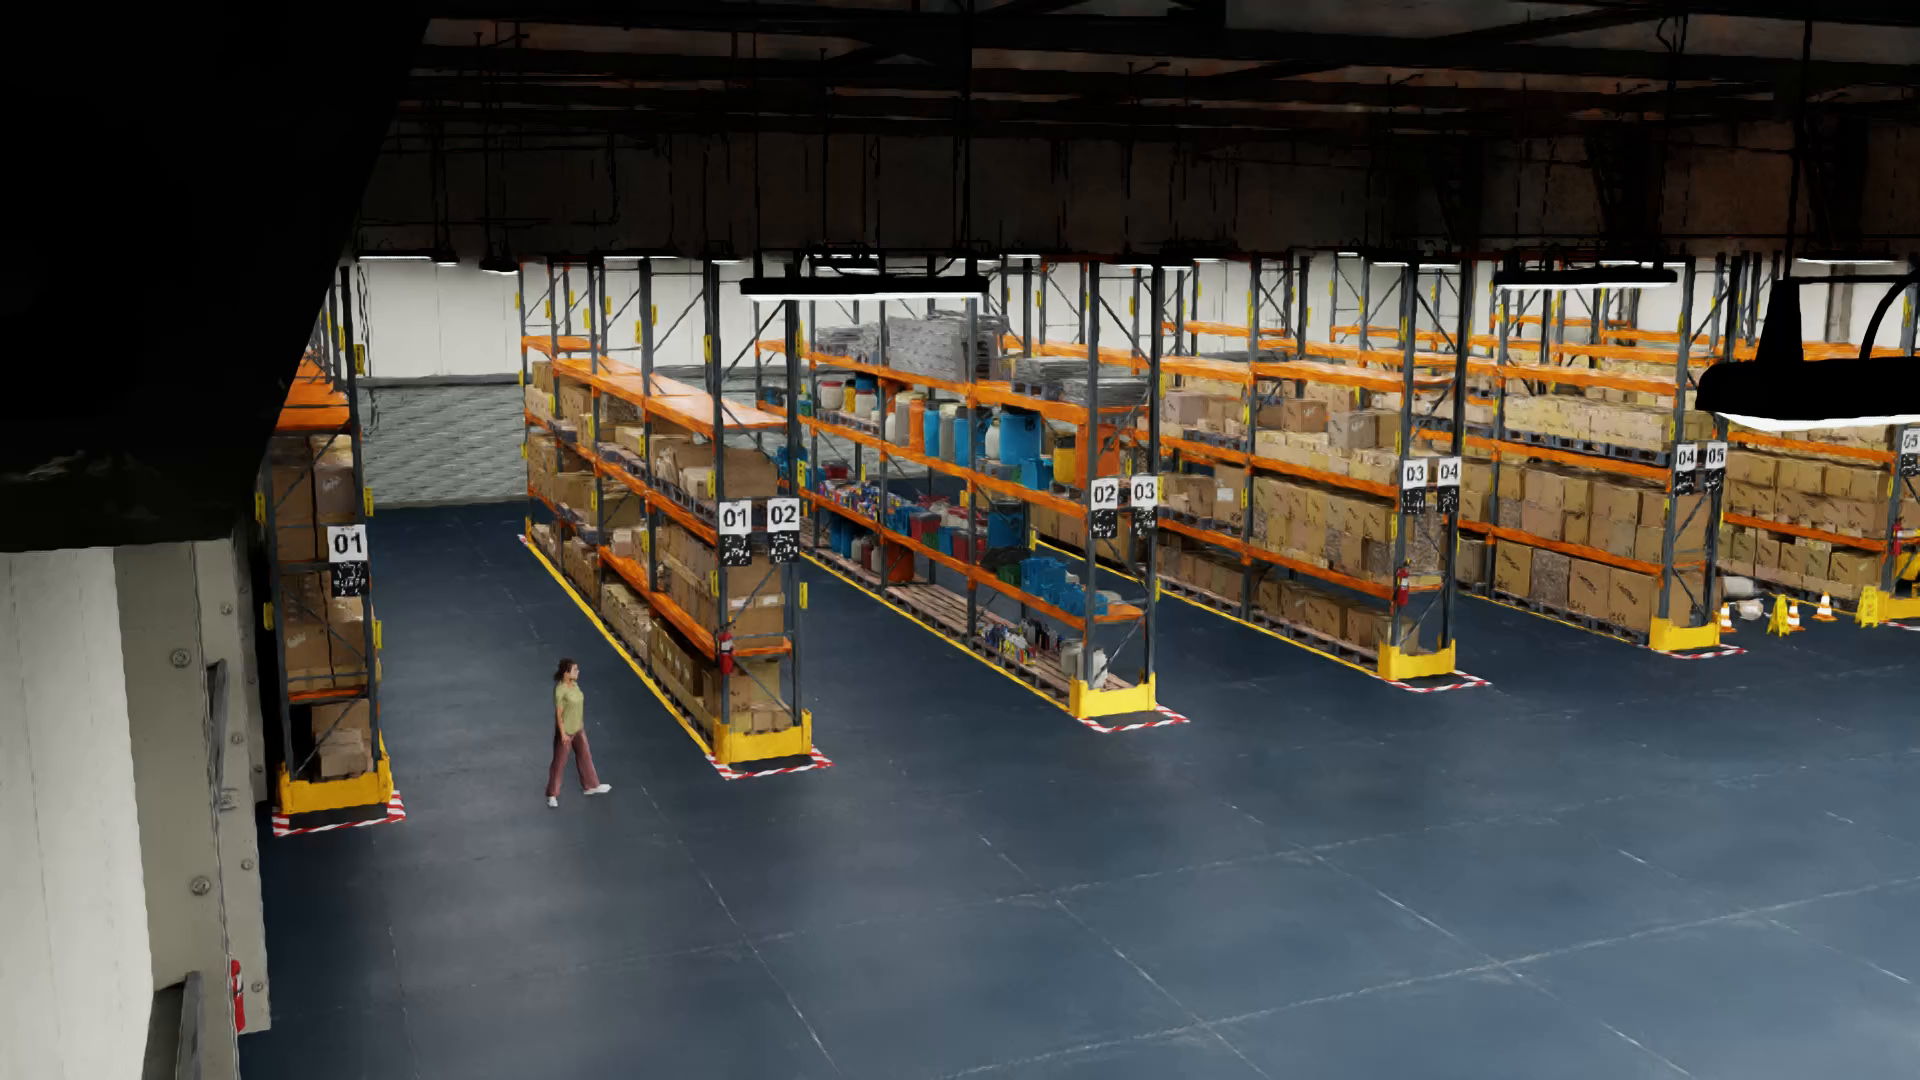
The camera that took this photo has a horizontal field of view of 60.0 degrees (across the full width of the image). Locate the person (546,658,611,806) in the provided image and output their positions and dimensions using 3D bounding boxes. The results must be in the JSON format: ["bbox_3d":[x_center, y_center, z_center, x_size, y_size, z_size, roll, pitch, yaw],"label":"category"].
[{"bbox_3d":[-4.371,2.124,18.745,0.567,1.658,0.688,3,11,16],"label":"person"}]
